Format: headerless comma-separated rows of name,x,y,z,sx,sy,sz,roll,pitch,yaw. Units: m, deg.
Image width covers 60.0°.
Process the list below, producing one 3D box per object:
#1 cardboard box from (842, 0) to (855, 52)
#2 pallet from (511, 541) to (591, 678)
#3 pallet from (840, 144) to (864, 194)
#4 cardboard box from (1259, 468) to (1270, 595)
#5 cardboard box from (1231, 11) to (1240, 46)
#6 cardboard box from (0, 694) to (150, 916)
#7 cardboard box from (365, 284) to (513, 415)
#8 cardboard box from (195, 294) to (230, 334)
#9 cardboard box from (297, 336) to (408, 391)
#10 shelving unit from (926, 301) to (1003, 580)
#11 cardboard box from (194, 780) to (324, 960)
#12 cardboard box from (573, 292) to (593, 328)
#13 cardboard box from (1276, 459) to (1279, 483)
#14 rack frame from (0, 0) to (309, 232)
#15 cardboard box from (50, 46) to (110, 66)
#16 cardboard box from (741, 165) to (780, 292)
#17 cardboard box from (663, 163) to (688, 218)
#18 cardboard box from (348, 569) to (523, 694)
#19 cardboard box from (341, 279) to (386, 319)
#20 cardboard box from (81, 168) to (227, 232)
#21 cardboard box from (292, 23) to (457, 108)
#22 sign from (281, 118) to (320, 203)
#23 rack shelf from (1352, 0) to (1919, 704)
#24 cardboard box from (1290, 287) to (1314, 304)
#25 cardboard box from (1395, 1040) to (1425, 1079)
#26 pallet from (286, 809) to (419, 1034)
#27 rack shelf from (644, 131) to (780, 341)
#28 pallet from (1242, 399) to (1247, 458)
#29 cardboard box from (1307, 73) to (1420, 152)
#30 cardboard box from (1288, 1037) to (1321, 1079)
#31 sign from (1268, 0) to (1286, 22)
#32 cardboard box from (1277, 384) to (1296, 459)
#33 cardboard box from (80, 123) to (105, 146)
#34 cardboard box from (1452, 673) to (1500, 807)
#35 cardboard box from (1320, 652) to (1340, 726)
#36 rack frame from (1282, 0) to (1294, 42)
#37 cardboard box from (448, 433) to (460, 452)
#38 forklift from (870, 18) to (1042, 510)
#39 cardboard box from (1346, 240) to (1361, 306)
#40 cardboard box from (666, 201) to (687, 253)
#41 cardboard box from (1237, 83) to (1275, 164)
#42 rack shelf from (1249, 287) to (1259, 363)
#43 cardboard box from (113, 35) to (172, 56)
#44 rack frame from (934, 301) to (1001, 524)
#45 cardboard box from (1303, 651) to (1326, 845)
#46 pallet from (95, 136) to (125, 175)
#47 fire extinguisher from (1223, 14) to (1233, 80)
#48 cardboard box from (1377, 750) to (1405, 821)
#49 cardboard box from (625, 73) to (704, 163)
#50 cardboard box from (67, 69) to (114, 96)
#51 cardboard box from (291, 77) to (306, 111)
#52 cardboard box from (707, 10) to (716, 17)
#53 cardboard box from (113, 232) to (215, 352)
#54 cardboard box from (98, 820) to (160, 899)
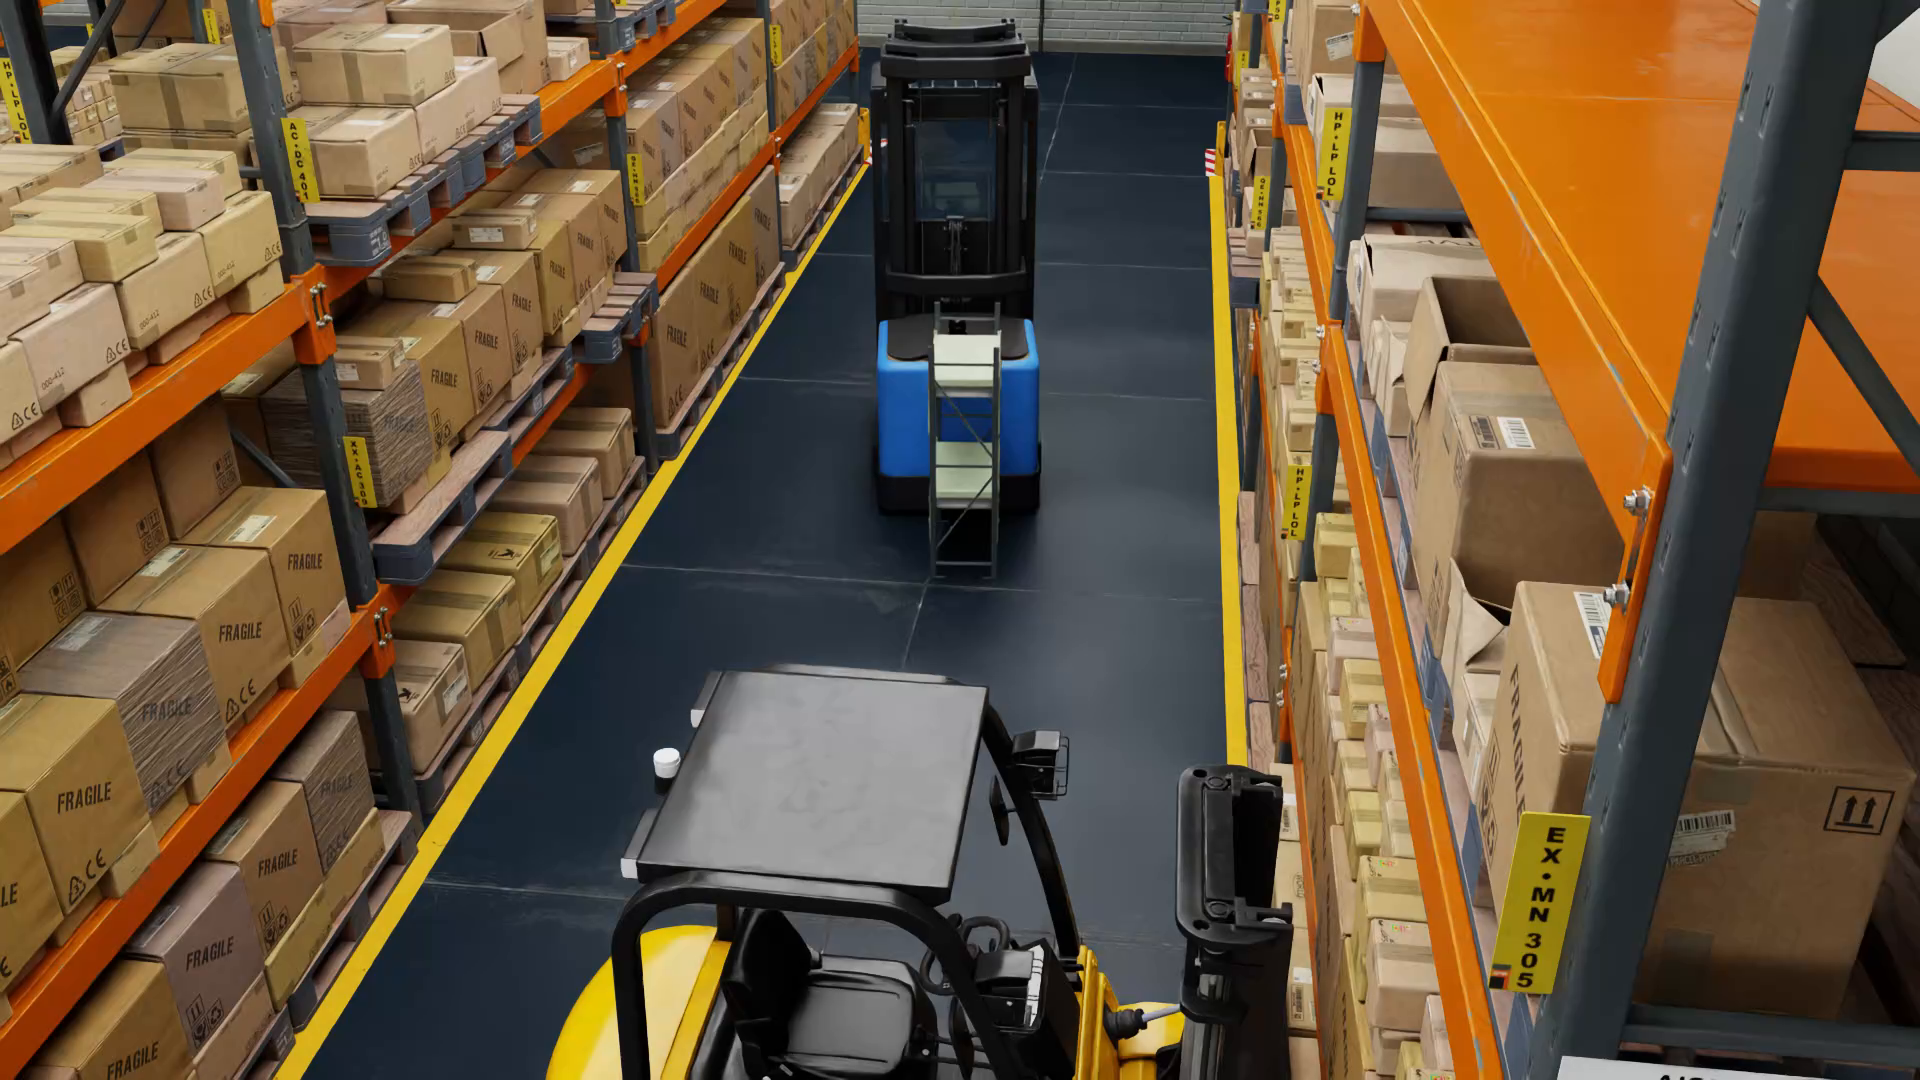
cardboard box,-1.392,-5.381,17.262,0.500,0.500,0.500,4,29,6
pallet,-2.825,0.355,9.661,1.003,0.211,1.213,3,28,6
pallet,-1.616,-3.970,17.690,1.003,0.211,1.213,3,28,6
cardboard box,2.189,-0.065,9.562,0.875,0.625,0.625,4,29,8
cardboard box,3.008,-5.159,16.801,0.500,0.250,0.500,4,29,6
cardboard box,-3.047,0.847,5.389,0.500,0.500,0.500,3,28,5
cardboard box,-2.589,-0.962,8.303,0.500,0.500,0.500,3,28,6
cardboard box,-2.920,-0.860,6.079,0.380,0.149,0.250,4,29,7
cardboard box,-2.657,-0.777,7.276,0.380,0.149,0.250,3,28,6
shelving unit,0.033,-0.601,10.076,0.431,1.500,0.755,1,28,2
cardboard box,-2.933,1.299,6.635,0.500,0.500,0.500,4,29,7
cardboard box,-2.369,-1.350,9.707,0.380,0.149,0.250,2,28,4
cardboard box,1.810,-0.299,8.093,0.500,0.250,0.500,4,29,7
rack frame,-3.066,-2.572,5.828,1.000,3.000,0.127,3,28,6
cardboard box,-7.516,-4.114,14.210,0.380,0.149,0.250,5,29,9
cardboard box,-2.082,-2.649,14.094,0.875,0.875,0.875,4,29,8
cardboard box,-2.204,-2.435,11.530,0.500,0.250,0.500,4,29,7
cardboard box,-2.919,0.456,8.861,0.950,0.372,0.625,5,29,9
cardboard box,-3.108,-0.997,8.369,0.500,0.500,0.500,4,29,8
cardboard box,-2.844,-1.203,5.873,0.380,0.149,0.250,3,28,5
cardboard box,-2.545,-2.077,7.260,0.500,0.250,0.500,3,28,5
sign,-2.526,-1.451,6.365,0.100,0.325,0.005,3,28,6
rack shelf,1.616,-0.851,3.813,1.077,0.370,4.000,3,28,6
cardboard box,1.962,-1.231,8.876,0.380,0.149,0.250,4,29,7
cardboard box,1.271,1.373,4.041,0.380,0.149,0.250,3,28,6
pallet,-3.113,1.615,7.321,1.003,0.211,1.213,3,28,6
rack shelf,-2.331,-2.438,12.663,1.077,0.370,4.000,3,28,6
pallet,2.480,-0.648,11.523,1.003,0.211,1.213,3,28,6
cardboard box,1.802,-1.870,7.234,0.500,0.311,0.500,2,28,4
cardboard box,1.296,1.873,5.305,0.500,0.250,0.500,3,28,5
sign,1.813,-3.107,9.439,0.100,0.325,0.005,3,28,6
cardboard box,1.792,-0.527,7.988,0.500,0.250,0.500,4,29,7
cardboard box,-7.019,-3.199,13.139,0.380,0.149,0.250,5,29,8
cardboard box,1.171,0.393,3.205,0.380,0.149,0.250,3,28,5
cardboard box,1.422,0.519,5.626,0.380,0.149,0.250,4,29,7
rack frame,2.351,-4.168,8.790,1.000,3.000,0.127,3,28,6
cardboard box,-2.686,-0.501,8.132,0.380,0.149,0.250,5,29,9
forklift,-0.043,-2.143,11.429,1.130,2.935,3.031,-1,28,-1
cardboard box,1.504,-0.889,5.584,0.380,0.149,0.250,4,29,7
cardboard box,-2.221,-2.206,11.632,0.500,0.250,0.500,3,28,5
cardboard box,2.496,-3.180,12.734,0.700,0.500,0.500,4,29,7
rack shelf,2.596,-2.151,12.131,1.077,0.370,4.000,3,28,6
cardboard box,-7.232,-4.355,15.045,0.500,0.500,0.500,3,28,6
rack frame,0.045,-0.774,10.398,0.400,1.500,0.023,1,28,2
cardboard box,1.500,0.752,5.878,0.500,0.500,0.500,4,29,7
pallet,-7.299,-2.903,12.971,1.003,0.211,1.213,3,28,6
fire extinguisher,2.890,-5.190,17.488,0.296,0.674,0.183,3,28,6
cardboard box,1.435,0.758,4.870,0.380,0.149,0.250,3,29,6
cardboard box,-2.143,-2.992,11.774,0.500,0.500,0.500,4,29,8
cardboard box,-6.964,-3.701,13.443,0.380,0.149,0.250,3,28,6
cardboard box,-3.071,-1.891,7.443,0.500,0.250,0.500,4,29,7
cardboard box,-2.302,-4.419,14.421,0.500,0.500,0.500,3,28,6
cardboard box,-2.914,-0.855,5.648,0.500,0.250,0.500,3,28,5
cardboard box,-2.981,1.069,5.659,0.380,0.149,0.250,4,29,7
